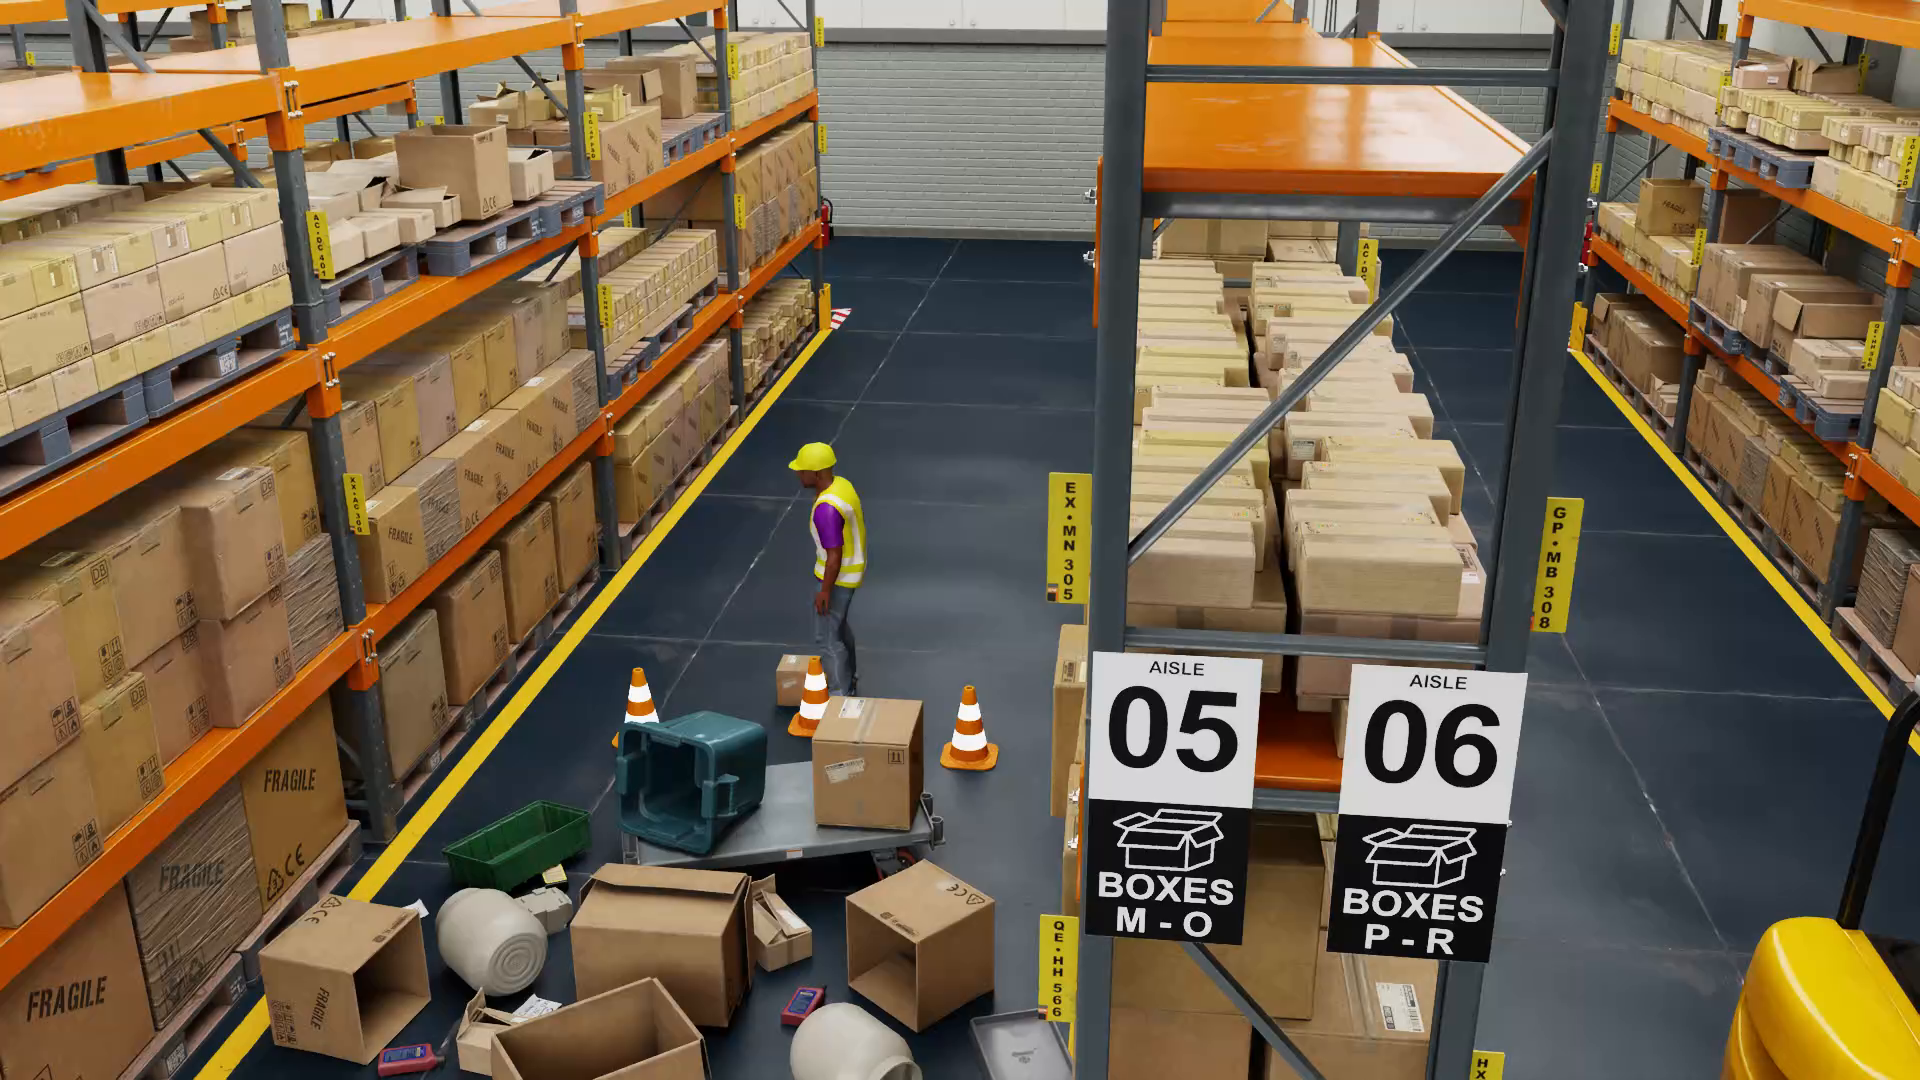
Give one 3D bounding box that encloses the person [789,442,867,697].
[{"bbox_3d":[-0.818,0.221,10.490,0.461,1.755,0.633,1,21,3],"label":"person"}]
